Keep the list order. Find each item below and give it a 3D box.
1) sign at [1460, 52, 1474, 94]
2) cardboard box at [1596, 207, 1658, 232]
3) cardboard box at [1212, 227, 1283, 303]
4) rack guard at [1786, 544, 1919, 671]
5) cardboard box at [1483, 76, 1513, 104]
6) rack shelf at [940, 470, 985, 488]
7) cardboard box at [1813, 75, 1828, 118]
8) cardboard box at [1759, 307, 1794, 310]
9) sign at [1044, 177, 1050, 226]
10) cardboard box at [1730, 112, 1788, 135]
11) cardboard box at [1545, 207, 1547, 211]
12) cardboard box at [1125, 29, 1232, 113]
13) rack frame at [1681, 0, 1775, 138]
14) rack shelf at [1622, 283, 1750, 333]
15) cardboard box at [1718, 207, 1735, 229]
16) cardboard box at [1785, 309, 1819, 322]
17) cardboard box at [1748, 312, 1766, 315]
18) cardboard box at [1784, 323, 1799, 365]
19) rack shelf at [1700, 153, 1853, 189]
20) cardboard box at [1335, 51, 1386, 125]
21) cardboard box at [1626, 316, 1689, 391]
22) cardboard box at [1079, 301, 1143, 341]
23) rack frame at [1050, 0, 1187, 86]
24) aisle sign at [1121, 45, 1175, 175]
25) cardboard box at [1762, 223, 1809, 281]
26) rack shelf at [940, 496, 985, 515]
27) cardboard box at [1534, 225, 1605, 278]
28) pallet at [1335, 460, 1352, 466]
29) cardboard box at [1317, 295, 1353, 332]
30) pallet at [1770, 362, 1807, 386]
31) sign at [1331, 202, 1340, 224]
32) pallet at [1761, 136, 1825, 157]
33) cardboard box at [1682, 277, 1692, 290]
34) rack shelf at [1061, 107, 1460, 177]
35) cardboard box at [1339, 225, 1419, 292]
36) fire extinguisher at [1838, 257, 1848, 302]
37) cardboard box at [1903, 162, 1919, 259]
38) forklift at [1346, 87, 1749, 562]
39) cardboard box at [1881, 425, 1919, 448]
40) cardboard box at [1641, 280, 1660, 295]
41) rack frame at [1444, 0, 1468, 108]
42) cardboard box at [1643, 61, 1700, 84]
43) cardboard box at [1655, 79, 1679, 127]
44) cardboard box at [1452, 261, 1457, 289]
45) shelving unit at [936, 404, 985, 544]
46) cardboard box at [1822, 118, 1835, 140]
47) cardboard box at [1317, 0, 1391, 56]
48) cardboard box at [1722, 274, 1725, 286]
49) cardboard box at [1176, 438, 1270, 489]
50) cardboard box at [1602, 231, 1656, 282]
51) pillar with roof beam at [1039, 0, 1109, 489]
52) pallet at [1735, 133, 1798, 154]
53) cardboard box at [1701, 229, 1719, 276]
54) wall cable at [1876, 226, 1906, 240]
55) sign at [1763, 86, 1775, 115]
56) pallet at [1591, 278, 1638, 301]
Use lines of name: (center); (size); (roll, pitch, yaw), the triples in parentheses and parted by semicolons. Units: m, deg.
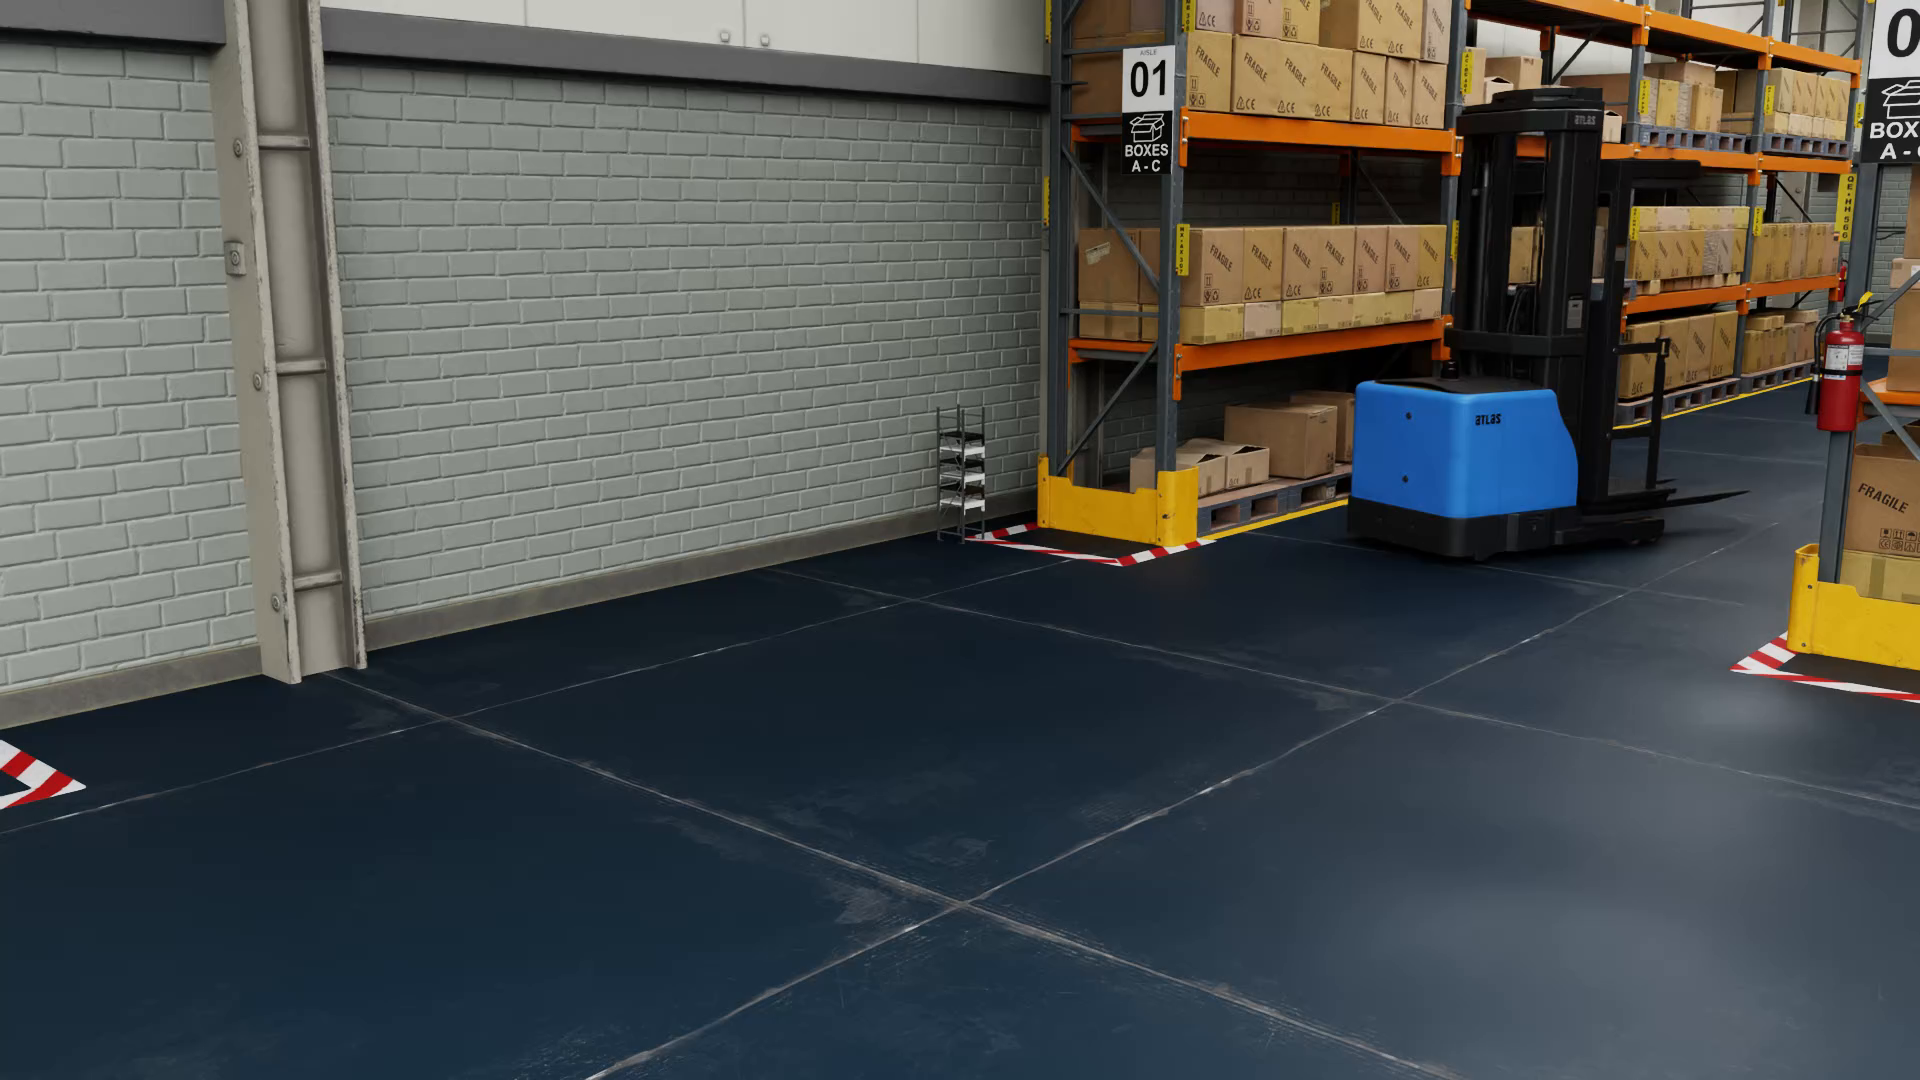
sign: (4.071, -3.753, 13.367); (0.100, 0.325, 0.005); (10, 15, 40)
cardboard box: (6.811, -3.297, 17.078); (0.500, 0.250, 0.500); (10, 15, 42)
cardboard box: (1.893, -1.916, 11.565); (0.500, 0.500, 0.500); (10, 15, 41)
rack guard: (4.726, 0.360, 8.134); (1.175, 0.500, 0.348); (10, 15, 40)
cardboard box: (4.486, -3.892, 14.536); (0.500, 0.311, 0.500); (10, 15, 42)
rack shelf: (0.005, -0.410, 11.135); (0.258, 0.077, 0.200); (10, 15, 40)
cardboard box: (10.625, -5.591, 21.026); (0.500, 0.500, 0.500); (9, 14, 38)
cardboard box: (11.125, -3.090, 22.678); (0.380, 0.149, 0.250); (10, 15, 41)
sign: (0.614, -2.307, 11.340); (0.100, 0.325, 0.005); (10, 15, 40)
cardboard box: (9.593, -4.995, 19.959); (0.500, 0.250, 0.500); (10, 15, 40)
cardboard box: (6.403, -3.359, 17.391); (0.500, 0.250, 0.500); (10, 15, 42)
cardboard box: (1.426, -3.056, 10.890); (0.500, 0.500, 0.500); (10, 15, 42)
rack frame: (8.939, -6.217, 19.363); (1.000, 3.000, 0.127); (10, 15, 40)
rack shelf: (7.619, -2.628, 18.547); (1.077, 0.370, 4.000); (10, 15, 40)
cardboard box: (8.478, -3.672, 18.956); (0.500, 0.250, 0.500); (10, 15, 42)
cardboard box: (11.245, -3.003, 22.244); (0.380, 0.149, 0.250); (10, 15, 40)
cardboard box: (10.289, -2.903, 21.743); (0.380, 0.149, 0.250); (10, 15, 41)
cardboard box: (10.531, -2.580, 21.780); (0.700, 0.500, 0.500); (9, 14, 39)
rack shelf: (10.259, -4.687, 21.200); (1.077, 0.370, 4.000); (10, 15, 40)
cardboard box: (2.830, -3.362, 12.423); (0.500, 0.500, 0.500); (9, 14, 38)
cardboard box: (7.466, -2.058, 18.271); (0.750, 0.750, 0.750); (10, 15, 40)
cardboard box: (1.181, -1.540, 11.593); (0.500, 0.250, 0.500); (10, 15, 41)
rack frame: (1.018, -4.451, 10.523); (1.000, 3.000, 0.127); (10, 15, 40)
aisle sign: (1.196, -2.735, 10.609); (0.394, 0.787, 0.004); (10, 15, 40)
cardboard box: (10.268, -3.715, 21.386); (0.980, 0.700, 0.700); (9, 14, 38)
rack shelf: (0.005, -0.233, 11.171); (0.258, 0.077, 0.200); (10, 15, 40)
cardboard box: (5.996, -2.881, 16.598); (0.700, 0.500, 0.500); (8, 14, 34)
pallet: (3.242, -0.627, 13.813); (1.003, 0.211, 1.213); (10, 15, 40)
cardboard box: (2.587, -1.703, 12.411); (0.500, 0.250, 0.500); (10, 15, 41)
pallet: (10.305, -2.190, 21.636); (1.003, 0.211, 1.213); (10, 15, 40)
sign: (3.239, -2.737, 14.300); (0.100, 0.325, 0.005); (10, 15, 40)
pallet: (10.293, -5.000, 21.155); (1.003, 0.211, 1.213); (10, 15, 40)
cardboard box: (7.873, -2.856, 18.445); (0.380, 0.149, 0.250); (10, 15, 42)
rack shelf: (2.338, -2.922, 12.361); (1.077, 0.370, 4.000); (10, 15, 40)
cardboard box: (3.253, -2.218, 13.077); (0.500, 0.500, 0.500); (10, 15, 40)
fire extinguisher: (12.026, -3.605, 22.753); (0.296, 0.674, 0.183); (10, 15, 40)
cardboard box: (5.094, -1.630, 8.145); (0.700, 0.500, 0.500); (10, 15, 41)
forklift: (4.133, -1.486, 11.168); (3.031, 2.935, 1.130); (-6, 13, -28)
cardboard box: (5.521, -0.361, 9.395); (0.500, 0.500, 0.500); (10, 15, 40)
cardboard box: (7.102, -2.656, 17.440); (0.380, 0.149, 0.250); (10, 15, 42)
rack frame: (3.658, -5.040, 13.470); (1.000, 3.000, 0.127); (10, 15, 40)
cardboard box: (7.907, -5.183, 18.550); (0.500, 0.250, 0.500); (9, 15, 39)
cardboard box: (7.261, -4.666, 17.875); (0.700, 0.500, 0.500); (11, 16, 43)
cardboard box: (4.020, -2.433, 14.357); (0.700, 0.500, 0.500); (10, 15, 41)
shelving unit: (0.005, -0.442, 11.129); (0.258, 0.900, 0.210); (10, 15, 40)
cardboard box: (10.953, -5.297, 21.471); (0.500, 0.250, 0.500); (9, 14, 38)
cardboard box: (2.841, -3.849, 12.307); (0.500, 0.500, 0.500); (9, 14, 38)
cardboard box: (8.575, -3.003, 19.178); (0.380, 0.149, 0.250); (10, 15, 42)
cardboard box: (1.919, -0.581, 12.202); (0.500, 0.311, 0.500); (-11, 15, -43)
cardboard box: (6.812, -2.930, 17.155); (0.500, 0.500, 0.500); (10, 15, 42)
pillar with roof beam: (4.064, -4.110, 8.812); (9.100, 9.000, 0.400); (10, 15, 40)
pallet: (9.487, -4.822, 20.261); (1.003, 0.211, 1.213); (10, 15, 40)
cardboard box: (8.157, -3.230, 18.659); (0.500, 0.500, 0.500); (10, 15, 40)
wall cable: (15.582, -6.069, 26.548); (3.097, 2.526, 0.112); (10, 15, 40)
sign: (9.353, -5.085, 19.231); (0.100, 0.325, 0.005); (10, 15, 40)
pallet: (5.908, -2.474, 16.429); (1.213, 0.211, 1.003); (10, 15, 40)
